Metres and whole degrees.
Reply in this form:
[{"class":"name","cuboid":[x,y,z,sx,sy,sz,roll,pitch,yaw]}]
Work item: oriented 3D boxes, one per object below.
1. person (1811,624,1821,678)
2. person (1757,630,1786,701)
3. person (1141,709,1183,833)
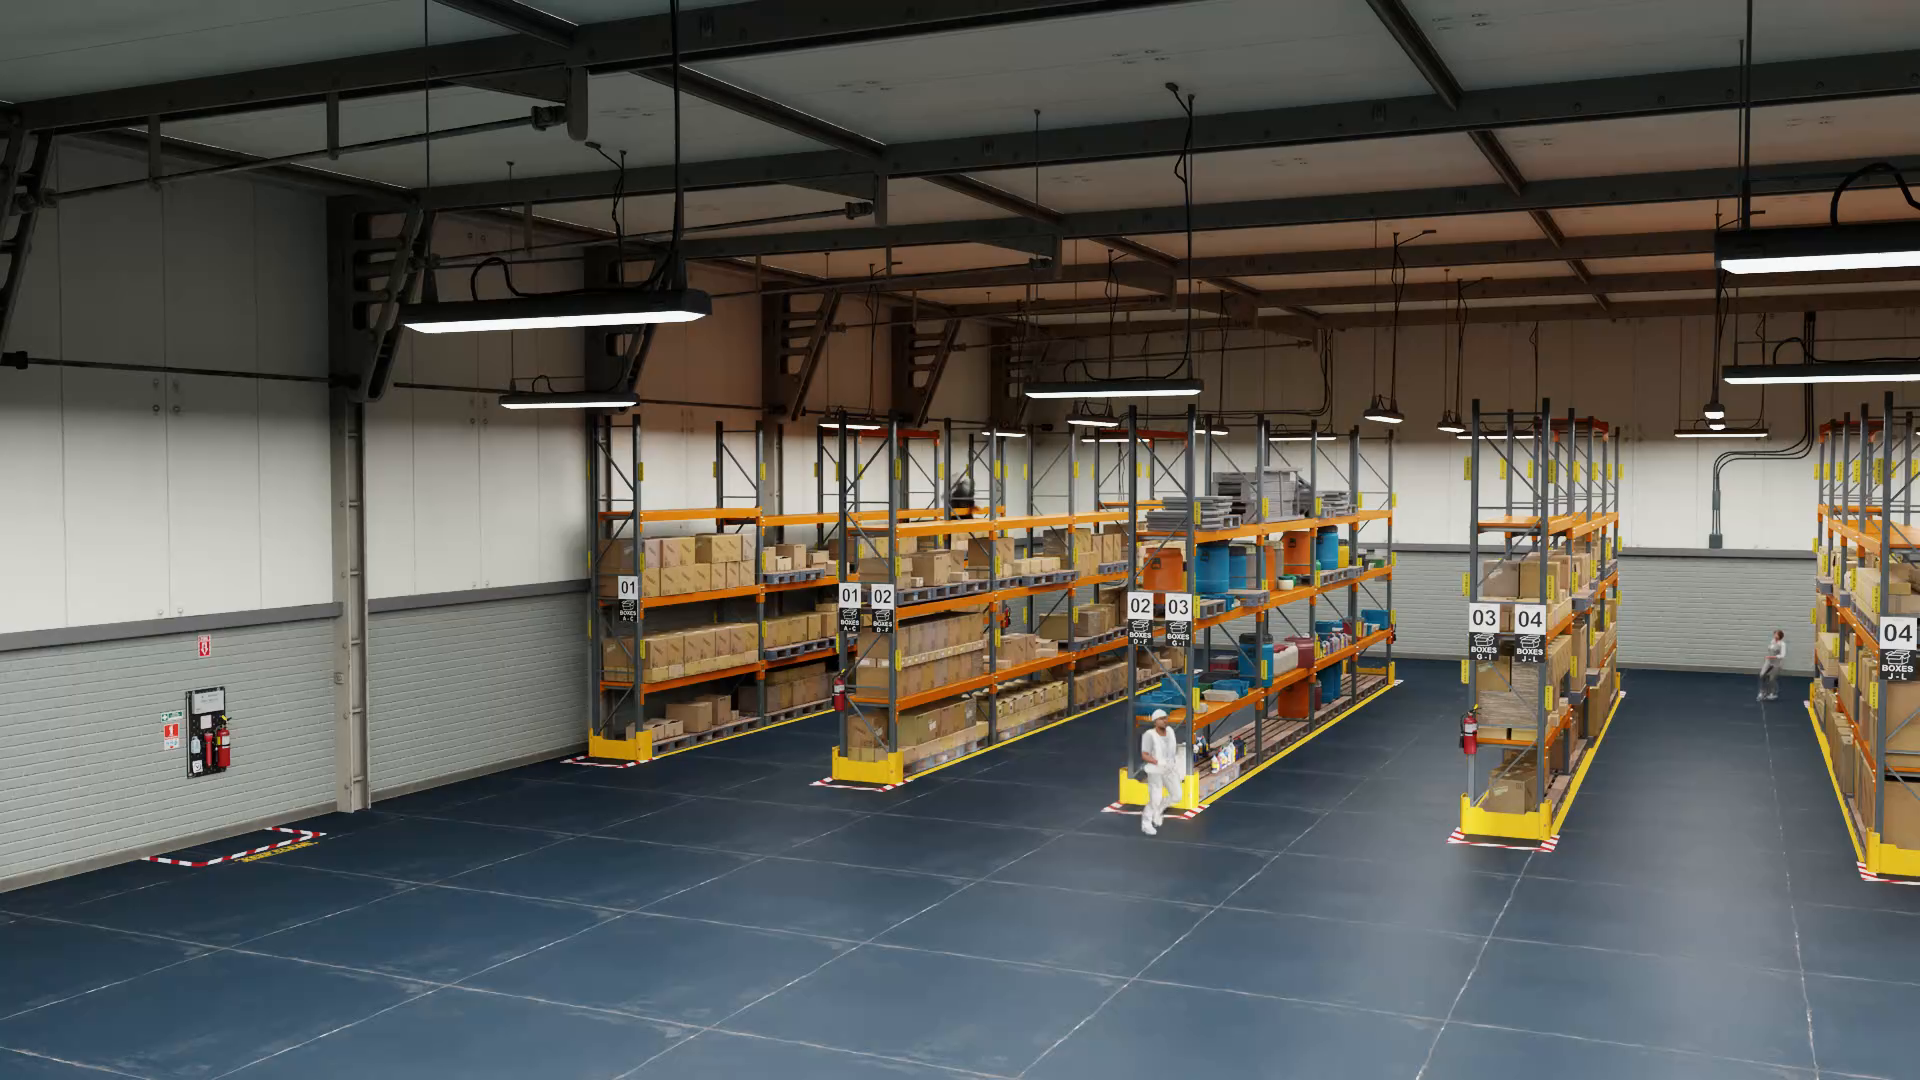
[{"class":"person","cuboid":[18.995,2.610,36.469,0.650,1.750,0.550,-2,3,-37]},{"class":"person","cuboid":[17.699,2.719,36.138,0.638,1.557,0.529,-1,3,-30]},{"class":"person","cuboid":[2.797,3.187,22.851,0.722,1.733,0.705,-1,3,-31]}]
